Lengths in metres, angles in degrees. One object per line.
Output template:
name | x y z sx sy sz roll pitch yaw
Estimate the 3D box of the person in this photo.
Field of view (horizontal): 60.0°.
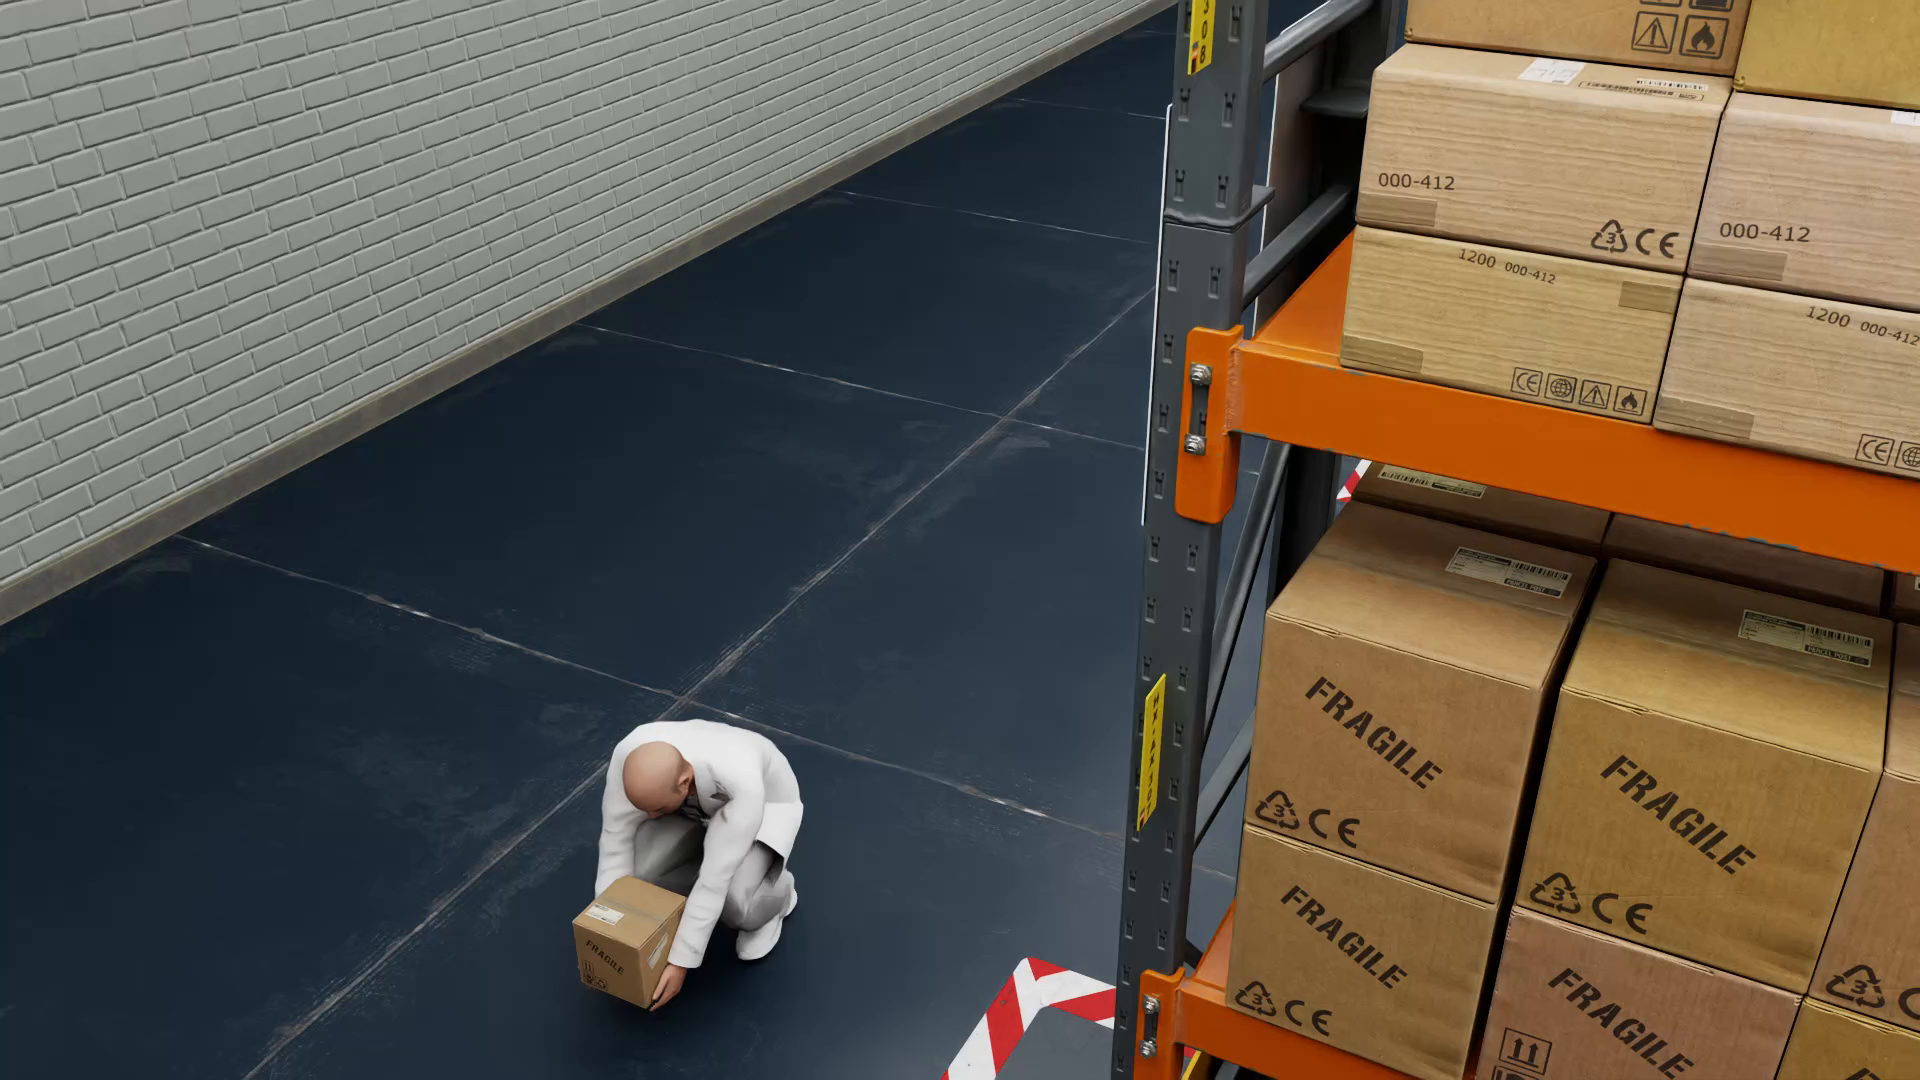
person | -0.850 0.923 5.314 0.581 1.003 0.931 14 32 22
